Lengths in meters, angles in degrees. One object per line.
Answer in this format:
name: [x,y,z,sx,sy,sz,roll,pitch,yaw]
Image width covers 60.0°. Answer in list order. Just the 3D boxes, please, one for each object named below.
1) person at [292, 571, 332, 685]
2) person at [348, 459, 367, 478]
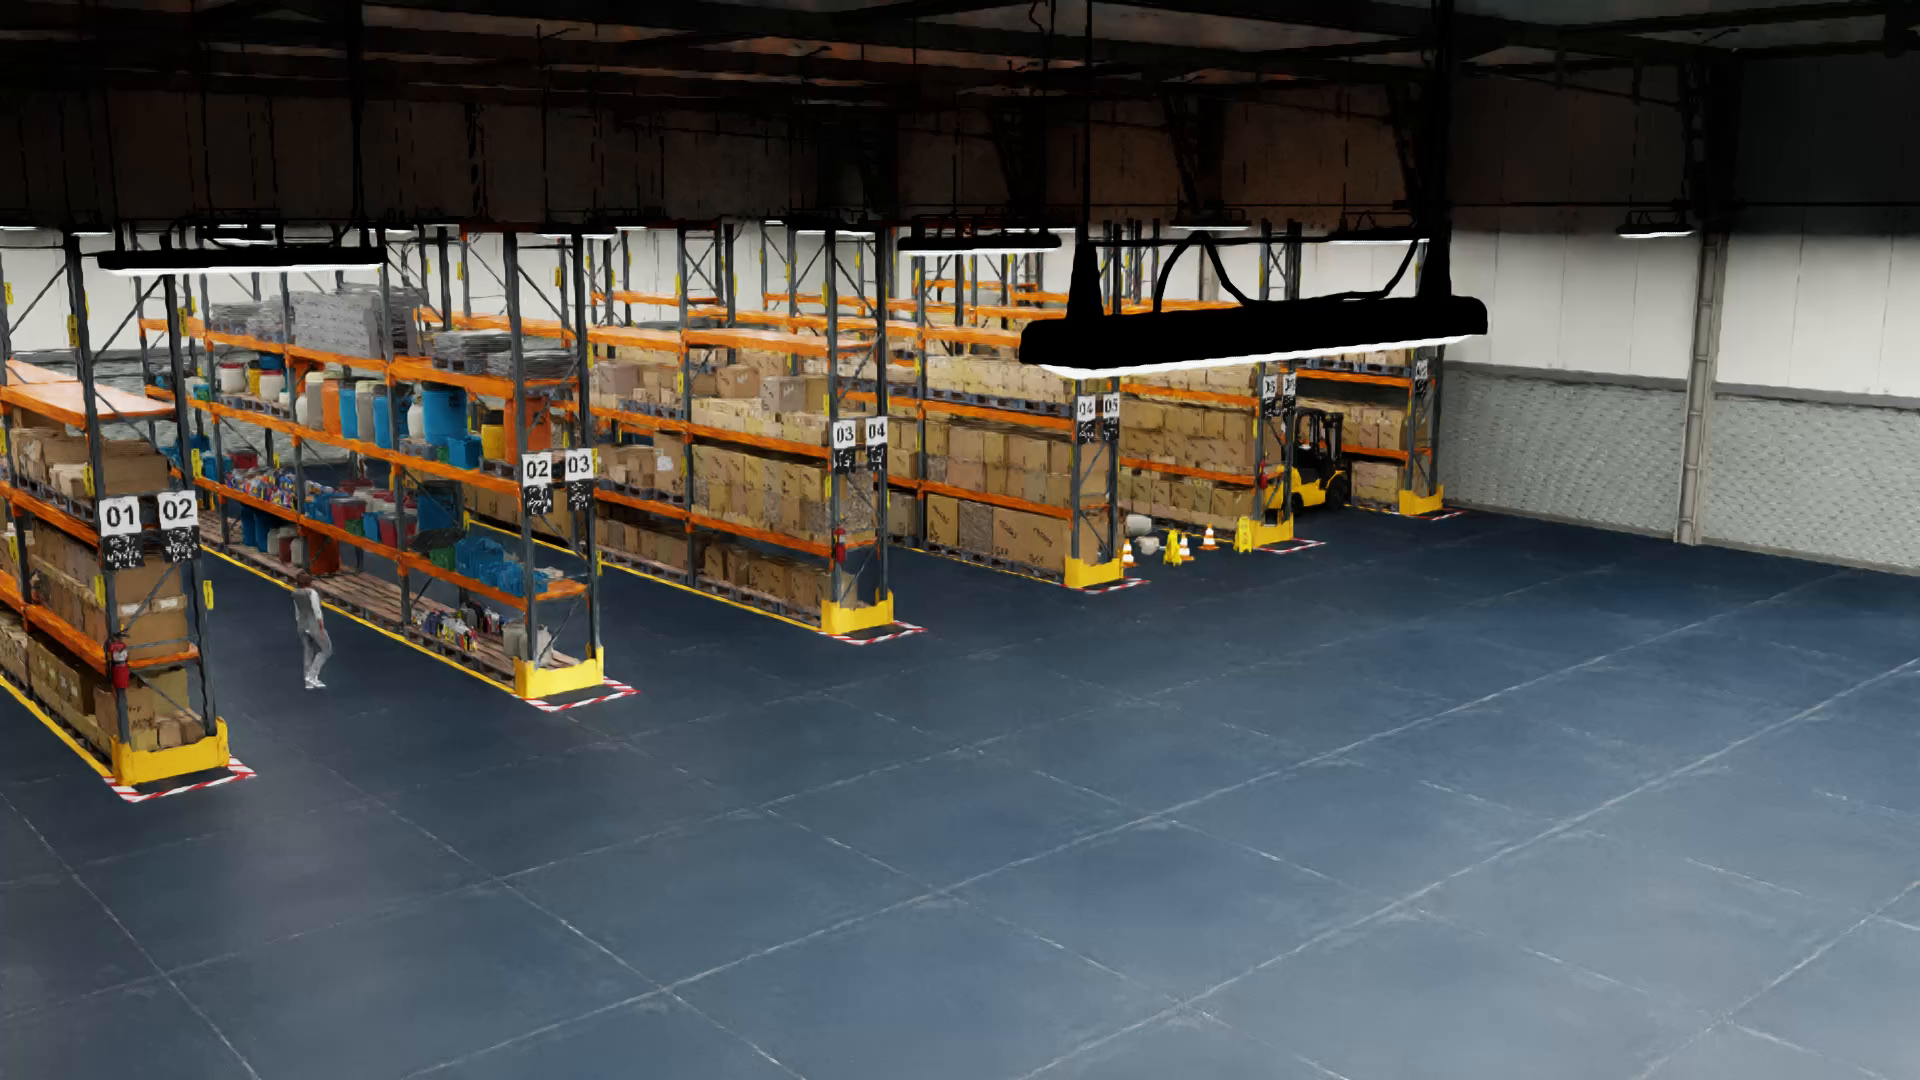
person: [-8.576,1.156,21.945,0.438,1.527,0.380,4,12,18]
person: [-12.581,-1.439,34.766,0.492,1.664,0.657,-8,14,-36]
